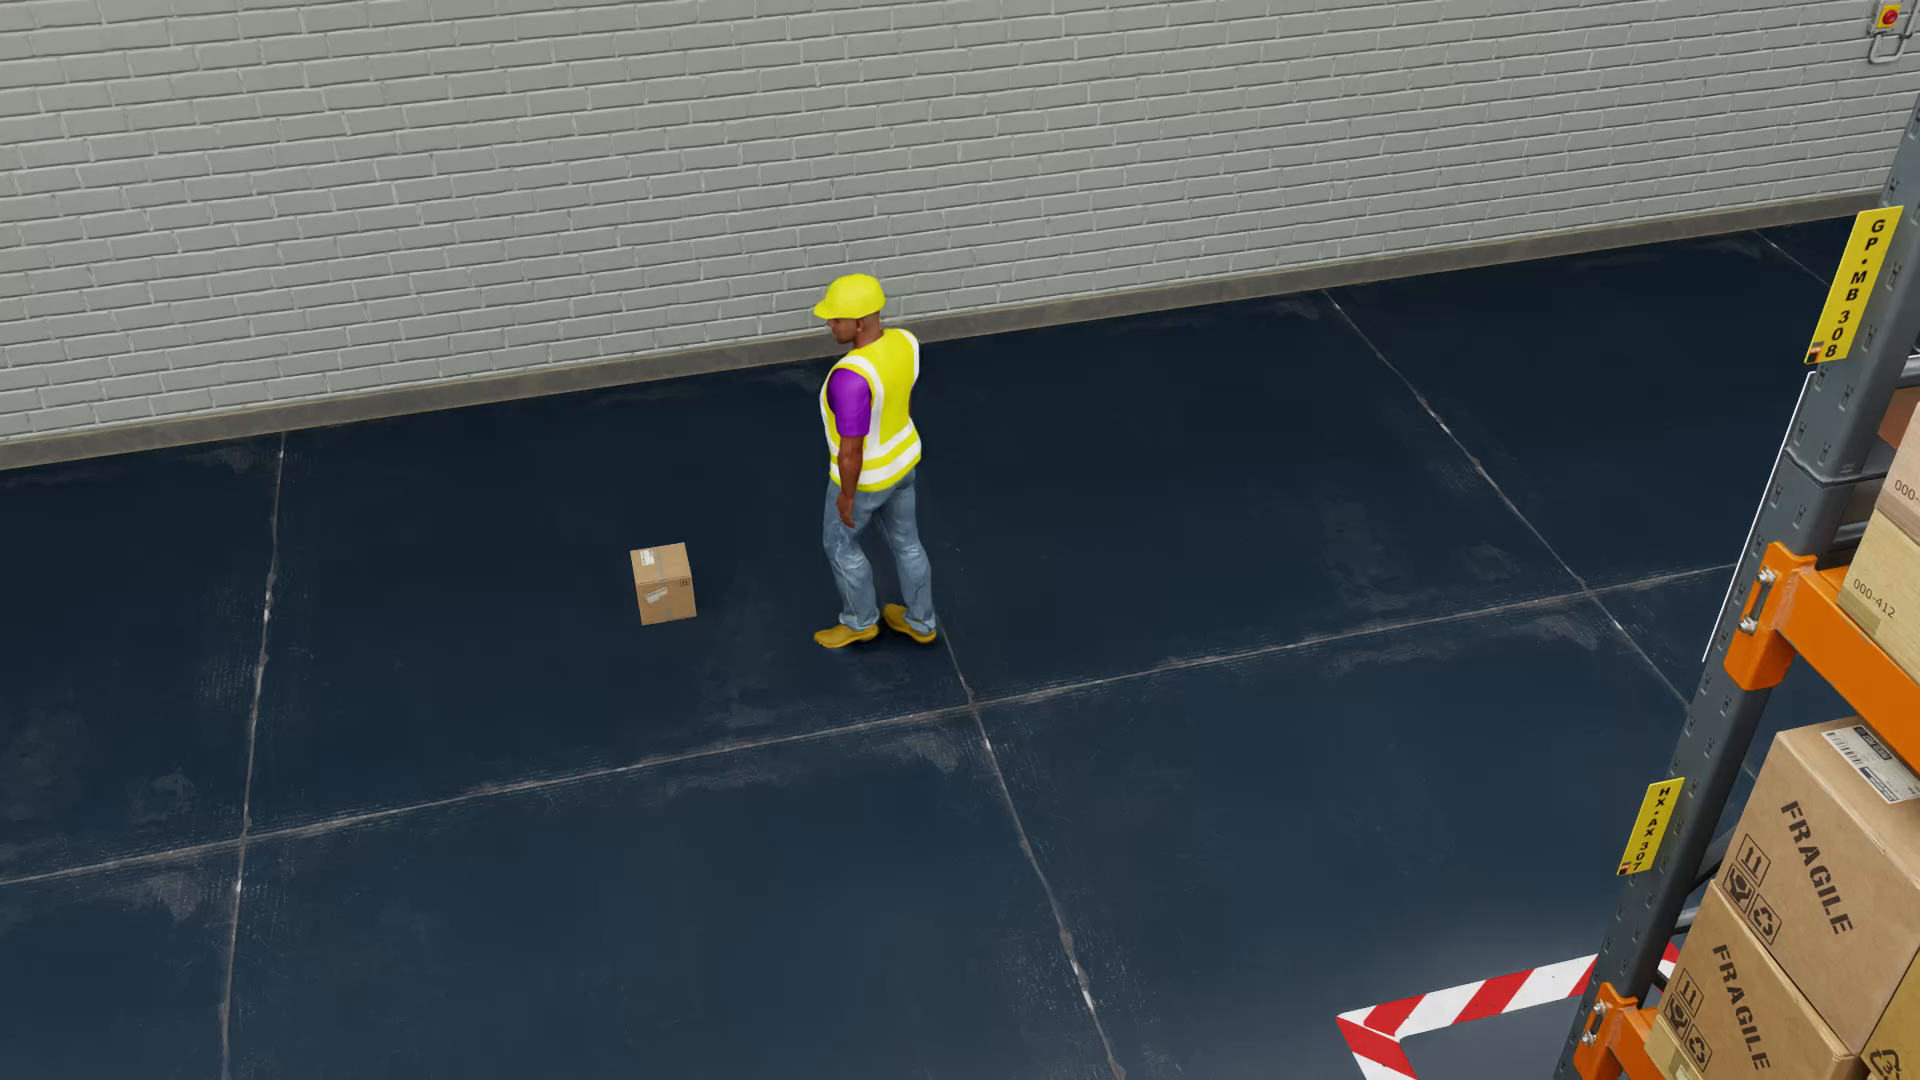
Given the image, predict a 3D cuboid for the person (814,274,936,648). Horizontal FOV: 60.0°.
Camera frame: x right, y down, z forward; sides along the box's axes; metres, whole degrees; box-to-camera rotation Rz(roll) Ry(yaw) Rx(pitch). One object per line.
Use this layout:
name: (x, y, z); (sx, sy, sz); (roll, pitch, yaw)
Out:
person: (-0.328, -0.285, 7.071); (0.537, 1.805, 0.595); (22, 43, 26)
